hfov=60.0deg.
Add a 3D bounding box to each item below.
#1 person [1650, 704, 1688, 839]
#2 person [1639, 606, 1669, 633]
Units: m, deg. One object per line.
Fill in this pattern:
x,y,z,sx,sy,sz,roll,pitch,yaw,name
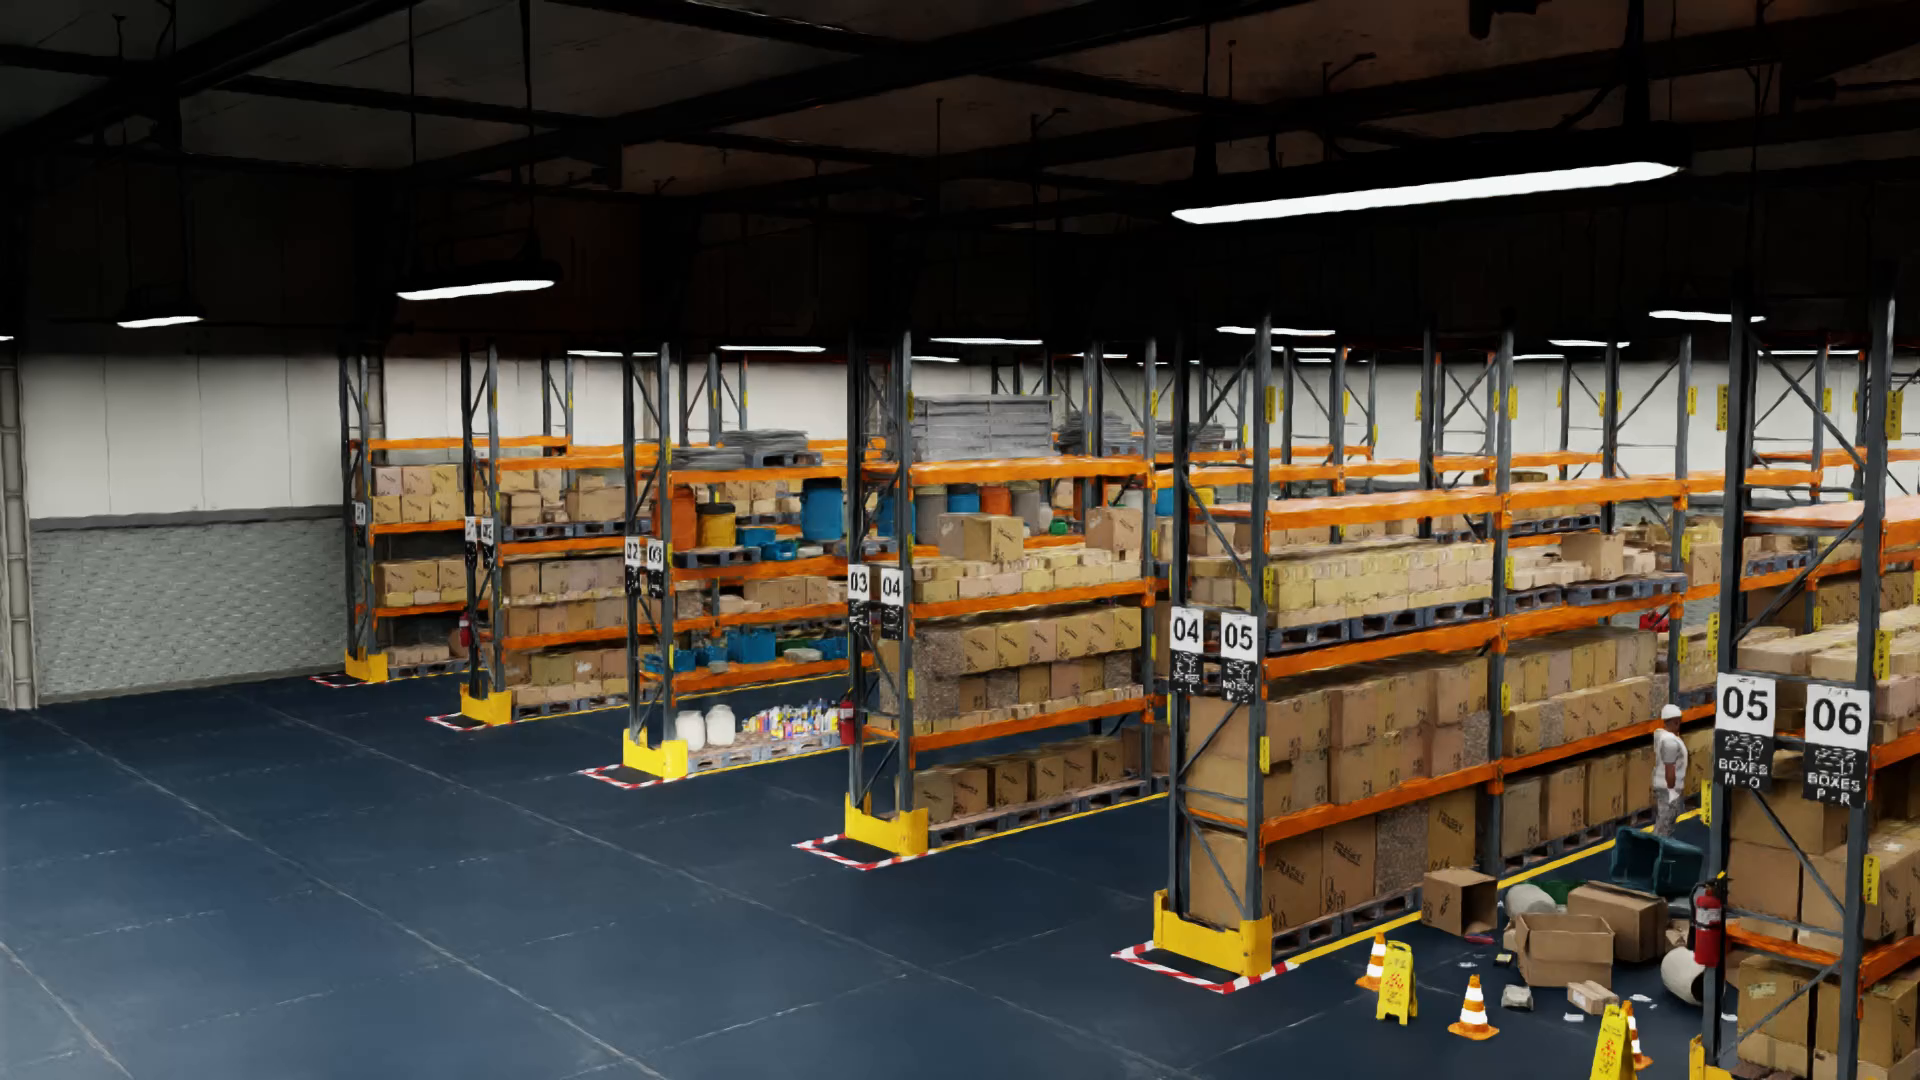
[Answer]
7.685,2.655,17.918,0.457,1.783,0.618,2,5,19,person
11.614,1.829,27.902,1.130,1.646,0.540,-5,7,-44,person
